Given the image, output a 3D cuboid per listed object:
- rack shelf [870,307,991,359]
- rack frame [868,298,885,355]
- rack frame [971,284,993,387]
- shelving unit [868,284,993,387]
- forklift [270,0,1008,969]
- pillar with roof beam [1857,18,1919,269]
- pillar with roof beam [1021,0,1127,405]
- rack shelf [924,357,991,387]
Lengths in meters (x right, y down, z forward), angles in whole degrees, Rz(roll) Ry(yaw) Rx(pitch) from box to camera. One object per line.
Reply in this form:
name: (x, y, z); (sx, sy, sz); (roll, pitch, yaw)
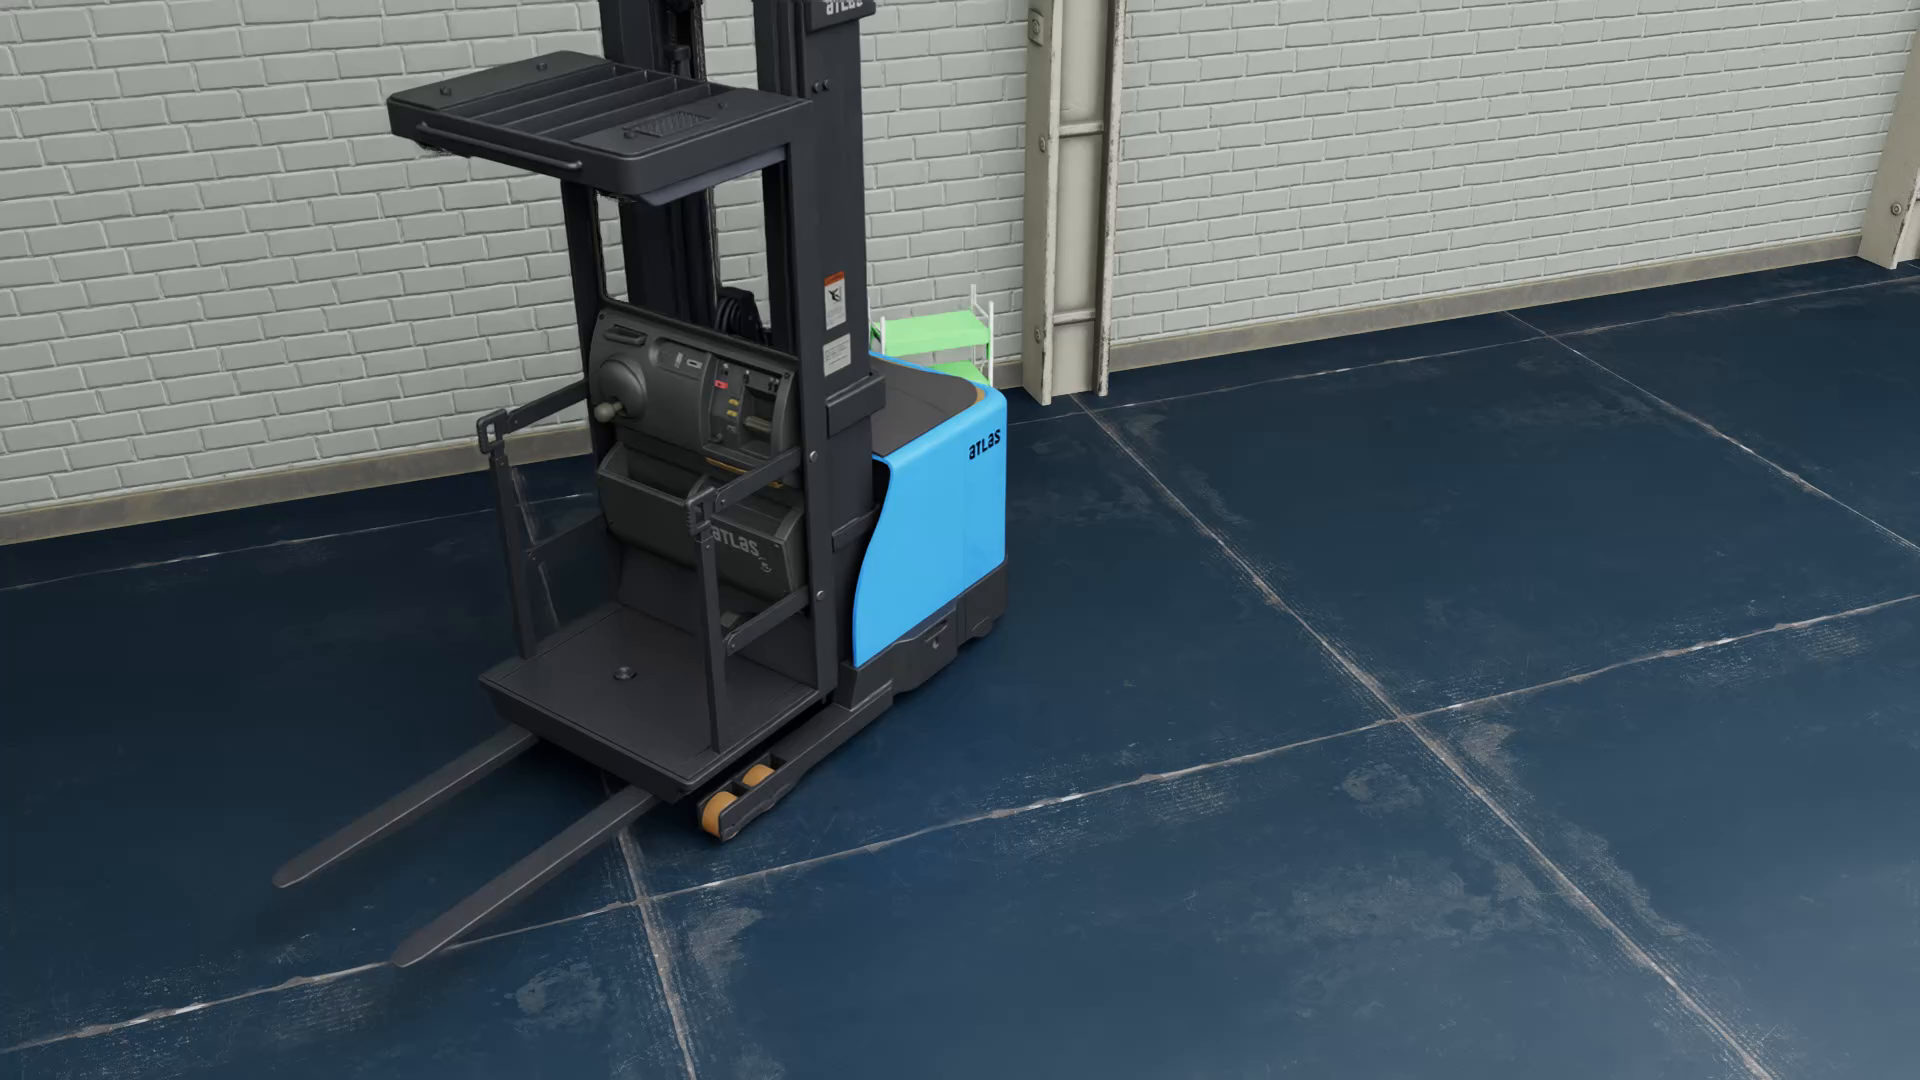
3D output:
rack shelf: (-0.134, -0.868, 7.221); (0.480, 0.148, 0.258); (-10, 31, -17)
rack frame: (-0.363, -0.465, 7.354); (0.015, 1.200, 0.240); (-10, 31, -17)
rack frame: (0.095, -0.548, 7.500); (0.015, 1.200, 0.240); (-10, 31, -17)
shelving unit: (-0.134, -0.506, 7.427); (0.503, 1.200, 0.258); (-10, 31, -17)
forklift: (-1.069, -0.488, 5.645); (1.130, 2.935, 3.031); (20, 35, 31)
pillar with roof beam: (7.701, -3.785, 5.302); (0.400, 9.000, 9.100); (-10, 31, -18)
pillar with roof beam: (2.077, -2.749, 3.484); (0.400, 9.000, 9.100); (-10, 31, -18)
rack shelf: (-0.134, -0.659, 7.340); (0.480, 0.148, 0.258); (-10, 31, -17)
